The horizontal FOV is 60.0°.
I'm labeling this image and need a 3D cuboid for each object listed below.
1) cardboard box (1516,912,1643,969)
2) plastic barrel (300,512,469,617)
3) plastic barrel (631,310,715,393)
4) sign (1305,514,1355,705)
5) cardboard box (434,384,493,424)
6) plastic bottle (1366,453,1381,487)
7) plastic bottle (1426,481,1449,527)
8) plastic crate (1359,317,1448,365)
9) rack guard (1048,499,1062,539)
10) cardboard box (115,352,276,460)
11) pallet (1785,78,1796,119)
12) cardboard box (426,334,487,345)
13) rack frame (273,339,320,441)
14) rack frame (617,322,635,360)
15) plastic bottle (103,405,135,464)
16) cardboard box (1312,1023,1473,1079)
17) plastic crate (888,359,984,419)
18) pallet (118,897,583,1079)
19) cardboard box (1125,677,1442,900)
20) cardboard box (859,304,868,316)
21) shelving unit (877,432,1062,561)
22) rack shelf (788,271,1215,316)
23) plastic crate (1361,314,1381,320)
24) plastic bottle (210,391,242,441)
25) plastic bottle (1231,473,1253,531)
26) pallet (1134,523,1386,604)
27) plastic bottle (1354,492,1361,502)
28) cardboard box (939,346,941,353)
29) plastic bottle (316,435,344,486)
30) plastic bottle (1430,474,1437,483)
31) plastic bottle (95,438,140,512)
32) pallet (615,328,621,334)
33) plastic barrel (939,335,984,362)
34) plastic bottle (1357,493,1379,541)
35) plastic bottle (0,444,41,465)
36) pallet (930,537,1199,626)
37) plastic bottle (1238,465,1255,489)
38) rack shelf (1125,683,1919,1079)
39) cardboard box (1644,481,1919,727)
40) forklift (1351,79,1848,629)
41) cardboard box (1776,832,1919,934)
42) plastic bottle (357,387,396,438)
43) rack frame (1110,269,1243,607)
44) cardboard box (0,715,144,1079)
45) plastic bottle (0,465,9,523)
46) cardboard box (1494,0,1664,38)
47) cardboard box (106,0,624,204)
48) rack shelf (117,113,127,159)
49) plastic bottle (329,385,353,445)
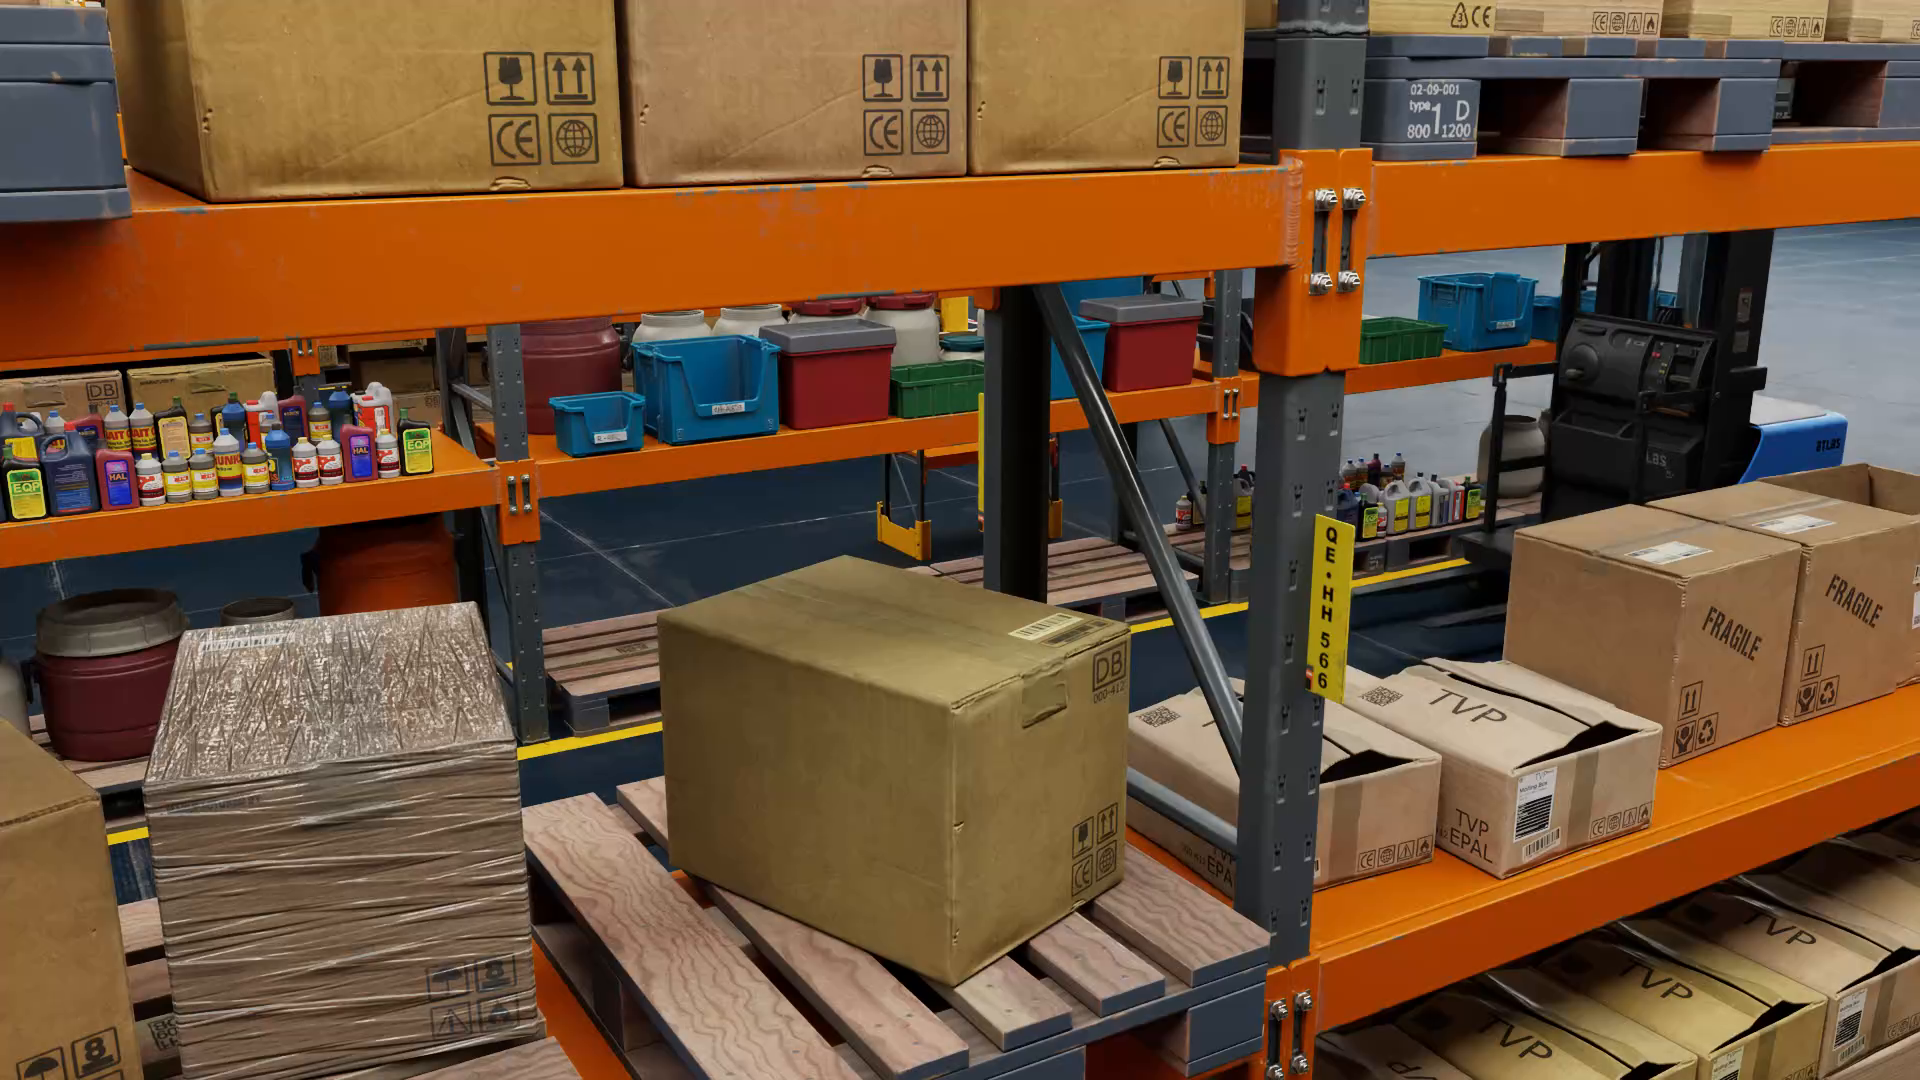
[{"bbox_3d":[1.558,1.095,4.722,0.500,0.311,0.500,-9,18,-30],"label":"cardboard box"},{"bbox_3d":[-2.599,0.285,7.579,0.708,0.830,0.600,-9,18,-30],"label":"plastic barrel"},{"bbox_3d":[-1.417,-0.876,8.270,0.421,0.512,0.421,0,16,0],"label":"plastic barrel"},{"bbox_3d":[0.647,0.122,2.920,0.005,0.325,0.100,-9,18,-30],"label":"sign"},{"bbox_3d":[-3.706,-0.962,12.599,0.500,0.500,0.700,-11,19,-34],"label":"cardboard box"},{"bbox_3d":[2.751,-0.439,11.134,0.133,0.283,0.061,-9,18,-29],"label":"plastic bottle"},{"bbox_3d":[2.971,-0.237,10.431,0.135,0.276,0.152,-10,18,-31],"label":"plastic bottle"},{"bbox_3d":[2.549,-1.207,10.051,0.662,0.188,0.450,-9,18,-30],"label":"plastic crate"},{"bbox_3d":[0.492,-0.200,11.161,0.087,0.250,0.587,-9,18,-30],"label":"rack guard"},{"bbox_3d":[-5.342,-0.864,11.592,0.875,0.875,1.225,-10,19,-32],"label":"cardboard box"},{"bbox_3d":[3.039,-1.266,4.665,1.217,0.209,0.805,-10,19,-32],"label":"pallet"},{"bbox_3d":[-5.093,-2.372,17.204,0.750,0.750,1.050,-9,18,-30],"label":"cardboard box"},{"bbox_3d":[-4.739,-1.776,11.687,0.127,3.000,1.000,-9,18,-30],"label":"rack frame"},{"bbox_3d":[-3.778,-3.493,17.815,0.127,3.000,1.000,-9,18,-30],"label":"rack frame"},{"bbox_3d":[-3.632,-0.444,7.175,0.097,0.271,0.097,0,16,0],"label":"plastic bottle"},{"bbox_3d":[0.959,1.364,3.765,0.500,0.311,0.500,-9,18,-28],"label":"cardboard box"},{"bbox_3d":[-0.107,-0.776,8.515,0.662,0.188,0.450,-9,18,-30],"label":"plastic crate"},{"bbox_3d":[-1.305,0.881,2.567,1.213,0.211,1.003,-9,18,-30],"label":"pallet"},{"bbox_3d":[0.693,0.519,3.665,0.500,0.311,0.500,-8,18,-26],"label":"cardboard box"},{"bbox_3d":[-1.650,-2.996,19.199,0.875,0.875,0.875,-10,18,-31],"label":"cardboard box"},{"bbox_3d":[0.065,-0.733,10.745,1.083,1.500,0.587,-9,18,-30],"label":"shelving unit"},{"bbox_3d":[0.404,-2.263,14.760,4.000,0.370,1.077,-9,18,-30],"label":"rack shelf"},{"bbox_3d":[2.502,-1.343,10.633,0.437,0.136,0.530,-9,18,-30],"label":"plastic crate"},{"bbox_3d":[-3.261,-0.516,7.409,0.133,0.283,0.061,-9,18,-30],"label":"plastic bottle"},{"bbox_3d":[1.718,-0.245,10.319,0.185,0.351,0.144,-9,18,-30],"label":"plastic bottle"},{"bbox_3d":[1.837,0.073,10.258,1.213,0.211,1.003,-9,18,-30],"label":"pallet"},{"bbox_3d":[2.414,-0.155,10.147,0.097,0.271,0.097,0,16,0],"label":"plastic bottle"},{"bbox_3d":[-0.460,-1.458,14.407,0.500,0.500,0.500,-3,16,-12],"label":"cardboard box"},{"bbox_3d":[-2.622,-0.335,6.917,0.097,0.201,0.097,0,16,0],"label":"plastic bottle"},{"bbox_3d":[3.035,-0.285,10.586,0.133,0.283,0.061,-9,18,-30],"label":"plastic bottle"},{"bbox_3d":[-3.295,-0.260,6.495,0.133,0.283,0.061,-9,18,-30],"label":"plastic bottle"},{"bbox_3d":[-3.086,-2.238,18.504,1.213,0.211,1.003,-9,18,-30],"label":"pallet"},{"bbox_3d":[0.027,-0.971,9.072,0.301,0.262,0.301,0,16,0],"label":"plastic barrel"},{"bbox_3d":[2.471,-0.145,10.089,0.133,0.283,0.061,-8,18,-27],"label":"plastic bottle"},{"bbox_3d":[-3.599,-0.230,6.388,0.133,0.283,0.061,-9,18,-30],"label":"plastic bottle"},{"bbox_3d":[0.587,0.275,9.538,1.213,0.211,1.003,-9,18,-30],"label":"pallet"},{"bbox_3d":[1.808,-0.305,10.533,0.185,0.351,0.144,-10,19,-32],"label":"plastic bottle"},{"bbox_3d":[2.074,0.585,4.598,4.000,0.370,1.077,-9,18,-30],"label":"rack shelf"},{"bbox_3d":[2.240,0.158,4.602,0.500,0.500,0.500,-9,18,-30],"label":"cardboard box"},{"bbox_3d":[3.559,-1.024,9.131,3.031,2.935,1.130,-8,18,-27],"label":"forklift"},{"bbox_3d":[2.717,1.078,4.785,0.500,0.311,0.500,-9,18,-30],"label":"cardboard box"},{"bbox_3d":[-2.648,-0.549,7.542,0.135,0.276,0.152,-9,18,-30],"label":"plastic bottle"},{"bbox_3d":[1.240,-1.186,9.583,0.127,3.000,1.000,-9,18,-30],"label":"rack frame"},{"bbox_3d":[-1.587,0.563,2.382,0.700,0.500,0.500,15,21,42],"label":"cardboard box"},{"bbox_3d":[-3.726,-0.235,6.284,0.185,0.351,0.144,-9,18,-30],"label":"plastic bottle"},{"bbox_3d":[1.159,-1.211,3.614,0.500,0.250,0.500,-9,18,-28],"label":"cardboard box"},{"bbox_3d":[-0.880,-0.764,2.336,0.500,0.500,0.910,-9,18,-30],"label":"cardboard box"},{"bbox_3d":[-3.903,-1.450,6.300,4.000,0.370,1.077,-9,18,-30],"label":"rack shelf"},{"bbox_3d":[-2.839,-0.573,7.634,0.097,0.271,0.097,0,16,0],"label":"plastic bottle"}]
